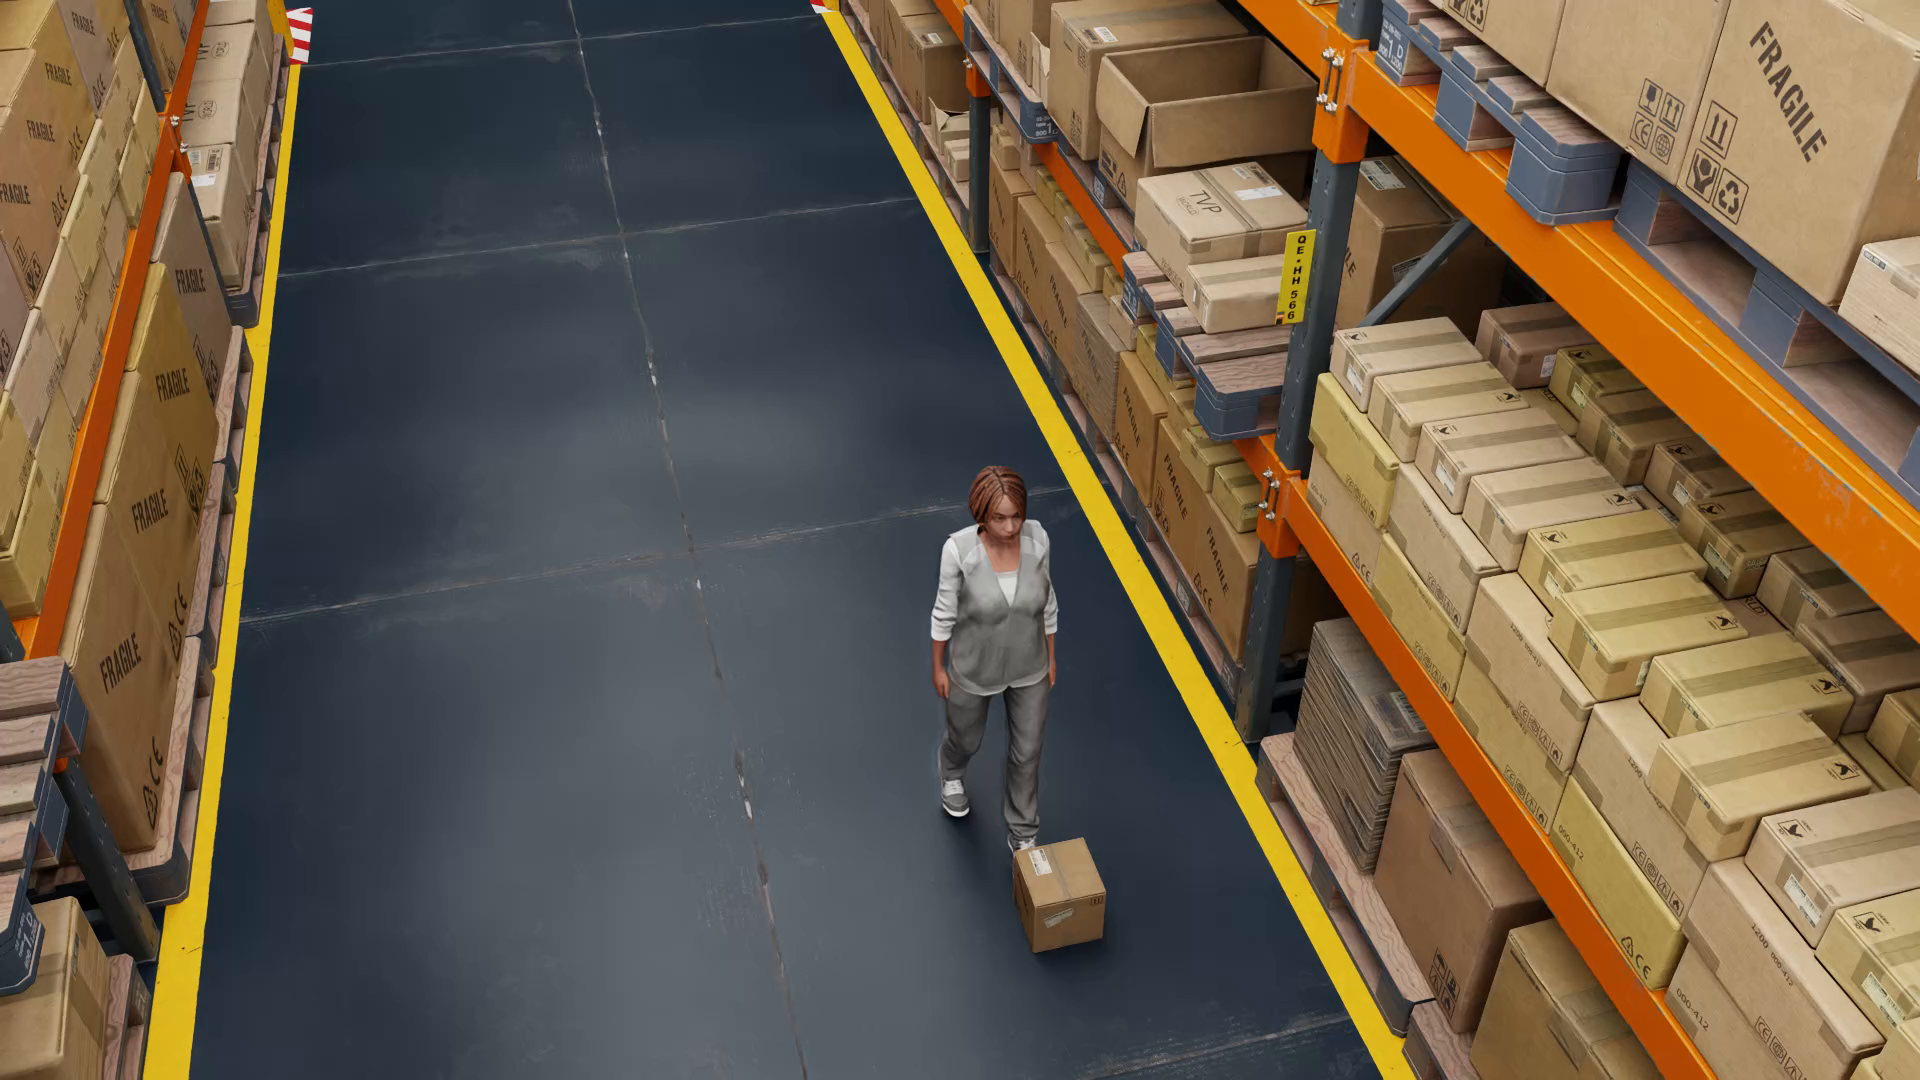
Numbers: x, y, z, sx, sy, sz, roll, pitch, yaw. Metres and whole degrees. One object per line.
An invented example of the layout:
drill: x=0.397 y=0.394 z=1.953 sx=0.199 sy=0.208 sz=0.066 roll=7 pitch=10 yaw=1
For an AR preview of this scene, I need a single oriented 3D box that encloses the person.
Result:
person: x=0.127 y=0.435 z=5.604 sx=0.433 sy=1.592 sz=0.639 roll=-9 pitch=40 yaw=-11
